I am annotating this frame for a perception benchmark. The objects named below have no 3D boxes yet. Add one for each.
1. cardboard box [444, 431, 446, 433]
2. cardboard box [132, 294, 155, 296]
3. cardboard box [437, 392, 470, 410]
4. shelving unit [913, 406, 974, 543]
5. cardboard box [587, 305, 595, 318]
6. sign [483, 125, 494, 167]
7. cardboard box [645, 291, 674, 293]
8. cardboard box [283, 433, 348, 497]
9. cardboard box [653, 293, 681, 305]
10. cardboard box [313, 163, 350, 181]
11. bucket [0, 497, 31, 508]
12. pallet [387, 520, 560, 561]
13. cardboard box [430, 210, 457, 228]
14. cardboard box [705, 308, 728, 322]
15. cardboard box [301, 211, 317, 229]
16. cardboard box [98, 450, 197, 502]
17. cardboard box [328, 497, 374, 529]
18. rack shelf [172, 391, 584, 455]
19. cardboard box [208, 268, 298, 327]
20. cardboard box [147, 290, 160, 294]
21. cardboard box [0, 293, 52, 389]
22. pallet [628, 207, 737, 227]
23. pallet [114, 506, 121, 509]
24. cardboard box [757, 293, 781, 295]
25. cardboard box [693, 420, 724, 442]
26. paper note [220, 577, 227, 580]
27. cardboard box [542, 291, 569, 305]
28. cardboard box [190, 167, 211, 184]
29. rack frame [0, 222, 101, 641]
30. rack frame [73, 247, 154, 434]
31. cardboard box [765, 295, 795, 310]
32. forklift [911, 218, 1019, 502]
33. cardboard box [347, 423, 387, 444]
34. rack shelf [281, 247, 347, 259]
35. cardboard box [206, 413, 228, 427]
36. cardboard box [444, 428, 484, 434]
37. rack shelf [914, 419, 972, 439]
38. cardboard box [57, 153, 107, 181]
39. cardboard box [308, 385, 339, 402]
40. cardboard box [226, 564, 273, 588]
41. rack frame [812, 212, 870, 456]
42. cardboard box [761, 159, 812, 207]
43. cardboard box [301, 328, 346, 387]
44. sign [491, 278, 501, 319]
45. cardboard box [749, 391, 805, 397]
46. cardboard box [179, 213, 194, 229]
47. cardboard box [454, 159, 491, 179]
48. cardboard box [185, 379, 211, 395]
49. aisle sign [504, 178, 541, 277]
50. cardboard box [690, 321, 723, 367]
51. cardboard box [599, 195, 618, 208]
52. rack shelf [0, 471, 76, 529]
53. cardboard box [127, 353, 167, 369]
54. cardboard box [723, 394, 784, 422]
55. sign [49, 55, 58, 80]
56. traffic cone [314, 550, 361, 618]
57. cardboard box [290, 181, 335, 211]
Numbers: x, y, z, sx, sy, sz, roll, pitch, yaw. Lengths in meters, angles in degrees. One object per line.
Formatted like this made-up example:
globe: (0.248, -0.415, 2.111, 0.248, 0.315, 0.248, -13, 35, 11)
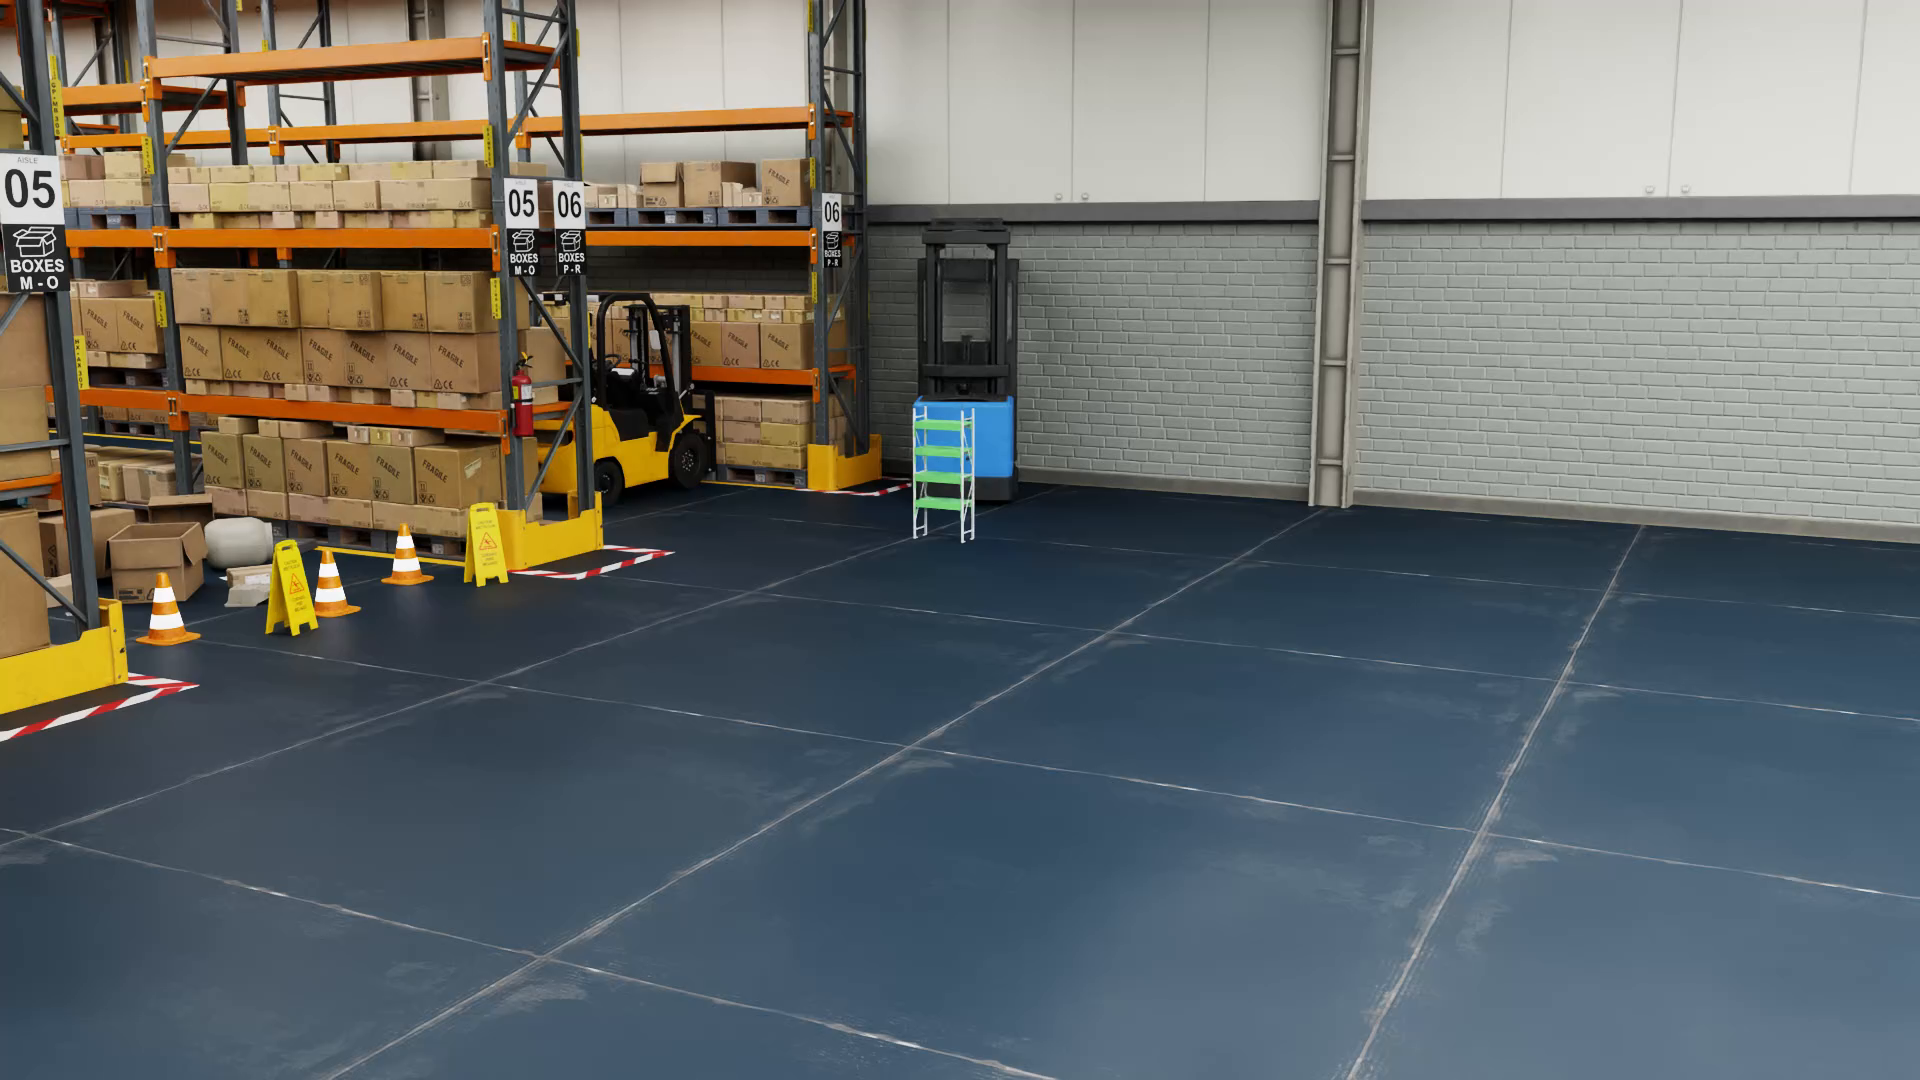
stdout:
cardboard box: (-5.043, -0.736, 15.308, 0.500, 0.500, 0.500, 5, 12, 27)
cardboard box: (-8.271, -2.203, 16.683, 0.500, 0.500, 0.500, 5, 11, 25)
cardboard box: (-4.210, -1.196, 14.121, 0.250, 0.149, 0.380, 5, 11, 25)
shelving unit: (-0.148, -0.603, 15.195, 0.503, 1.200, 0.258, 5, 11, 26)
cardboard box: (-4.249, -2.695, 19.598, 0.250, 0.149, 0.380, 5, 11, 26)
sign: (-3.767, -3.147, 13.286, 0.005, 0.325, 0.100, 5, 11, 26)
cardboard box: (-3.552, -2.890, 19.837, 0.250, 0.149, 0.380, 5, 11, 25)
cardboard box: (-5.732, -0.689, 15.050, 0.500, 0.500, 0.500, 6, 12, 29)
cardboard box: (-3.322, -2.767, 19.158, 0.250, 0.149, 0.380, 5, 11, 26)
cardboard box: (-5.328, -3.162, 14.322, 0.250, 0.149, 0.380, 5, 12, 27)
bucket: (-8.048, -0.333, 13.573, 0.726, 0.611, 0.620, -10, 4, -43)
pallet: (-4.285, -0.026, 14.779, 1.213, 0.211, 1.003, 5, 11, 26)
cardboard box: (-4.185, -2.672, 13.856, 0.250, 0.149, 0.380, 5, 11, 26)
cardboard box: (-2.671, -2.547, 18.776, 0.250, 0.149, 0.380, 5, 11, 24)
cardboard box: (-5.535, -2.804, 14.584, 0.250, 0.149, 0.380, 5, 11, 26)
cardboard box: (-8.209, -0.648, 16.587, 0.625, 0.372, 0.950, 6, 12, 29)
cardboard box: (-5.280, -0.279, 14.890, 0.500, 0.250, 0.500, 5, 11, 24)
rack shelf: (-5.297, -1.126, 15.047, 4.000, 0.370, 1.077, 5, 11, 26)
cardboard box: (-6.344, -2.212, 15.105, 0.500, 0.500, 0.700, 5, 11, 26)
cardboard box: (-11.273, -3.202, 23.039, 0.500, 0.500, 0.700, 5, 11, 26)
cardboard box: (-5.919, -1.164, 9.787, 0.550, 0.550, 0.875, 5, 11, 26)
pallet: (-3.031, -3.703, 19.096, 1.213, 0.211, 1.003, 5, 11, 26)
pallet: (-8.888, -0.422, 16.970, 1.213, 0.211, 1.003, 5, 11, 26)
cardboard box: (-2.196, -2.757, 19.103, 0.250, 0.149, 0.380, 5, 11, 26)
cardboard box: (-2.803, -1.282, 19.028, 0.500, 0.250, 0.500, 5, 11, 25)
paper note: (-5.928, 0.297, 13.535, 0.148, 0.019, 0.142, -10, 14, -43)
cardboard box: (-4.743, -2.873, 19.742, 0.250, 0.149, 0.380, 5, 12, 27)
cardboard box: (-6.707, -3.289, 15.026, 0.250, 0.149, 0.380, 5, 12, 28)
rack frame: (-5.603, -0.524, 9.700, 0.127, 3.000, 1.000, 5, 11, 26)
rack frame: (-12.072, -3.061, 23.719, 0.127, 3.000, 1.000, 5, 11, 26)
cardboard box: (-1.960, -2.639, 18.451, 0.250, 0.149, 0.380, 5, 11, 26)
forklift: (0.095, -2.050, 18.327, 1.130, 2.935, 3.031, 0, 10, 3)
cardboard box: (-5.156, -0.945, 14.643, 0.250, 0.149, 0.380, 6, 12, 28)
rack shelf: (-6.691, -3.710, 20.904, 4.000, 0.370, 1.077, 5, 11, 26)
cardboard box: (-9.874, -1.803, 22.610, 0.500, 0.500, 0.500, 6, 12, 28)
cardboard box: (-6.063, -1.570, 20.972, 0.625, 0.625, 0.875, 5, 11, 25)
rack shelf: (-0.148, -1.013, 15.121, 0.480, 0.148, 0.258, 5, 11, 26)
cardboard box: (-8.592, -3.594, 16.083, 0.500, 0.250, 0.500, 5, 12, 27)
cardboard box: (-5.569, -1.320, 14.806, 0.250, 0.149, 0.380, 5, 11, 26)
cardboard box: (-5.572, 0.300, 13.154, 0.380, 0.149, 0.250, -7, 12, -33)
rack frame: (-1.311, -2.115, 18.494, 0.127, 3.000, 1.000, 5, 11, 26)
cardboard box: (-1.816, -3.892, 18.150, 0.500, 0.500, 0.500, 5, 12, 28)
cardboard box: (-5.453, -1.640, 14.751, 0.500, 0.500, 0.500, 5, 11, 26)
sign: (-3.767, -1.960, 13.500, 0.005, 0.325, 0.100, 5, 11, 26)
cardboard box: (-2.108, -1.568, 19.203, 0.500, 0.250, 0.500, 5, 11, 26)
cardboard box: (-6.918, -2.925, 15.254, 0.250, 0.149, 0.380, 5, 11, 25)
cardboard box: (-3.938, -3.046, 13.684, 0.250, 0.149, 0.380, 5, 11, 26)
cardboard box: (-6.950, -1.438, 15.456, 0.250, 0.149, 0.380, 5, 11, 26)
aisle sign: (-3.576, -2.550, 13.598, 0.004, 0.787, 0.394, 5, 11, 26)
cardboard box: (-2.789, -2.244, 18.925, 0.500, 0.500, 0.500, 5, 11, 25)
cardboard box: (-3.941, -3.894, 19.147, 0.250, 0.149, 0.380, 5, 12, 28)
rack shelf: (-7.397, -0.327, 10.635, 4.000, 0.370, 1.077, 5, 11, 26)
cardboard box: (-7.674, -1.717, 15.820, 0.250, 0.149, 0.380, 5, 11, 27)
cardboard box: (-2.322, -1.487, 18.755, 0.500, 0.250, 0.500, 5, 12, 27)
sign: (-12.329, -6.426, 22.624, 0.005, 0.325, 0.100, 5, 11, 26)
traffic cone: (-4.646, 0.302, 12.260, 0.334, 0.463, 0.336, 5, 11, 26)
cardboard box: (-5.454, -2.987, 14.477, 0.500, 0.250, 0.500, 5, 11, 26)
